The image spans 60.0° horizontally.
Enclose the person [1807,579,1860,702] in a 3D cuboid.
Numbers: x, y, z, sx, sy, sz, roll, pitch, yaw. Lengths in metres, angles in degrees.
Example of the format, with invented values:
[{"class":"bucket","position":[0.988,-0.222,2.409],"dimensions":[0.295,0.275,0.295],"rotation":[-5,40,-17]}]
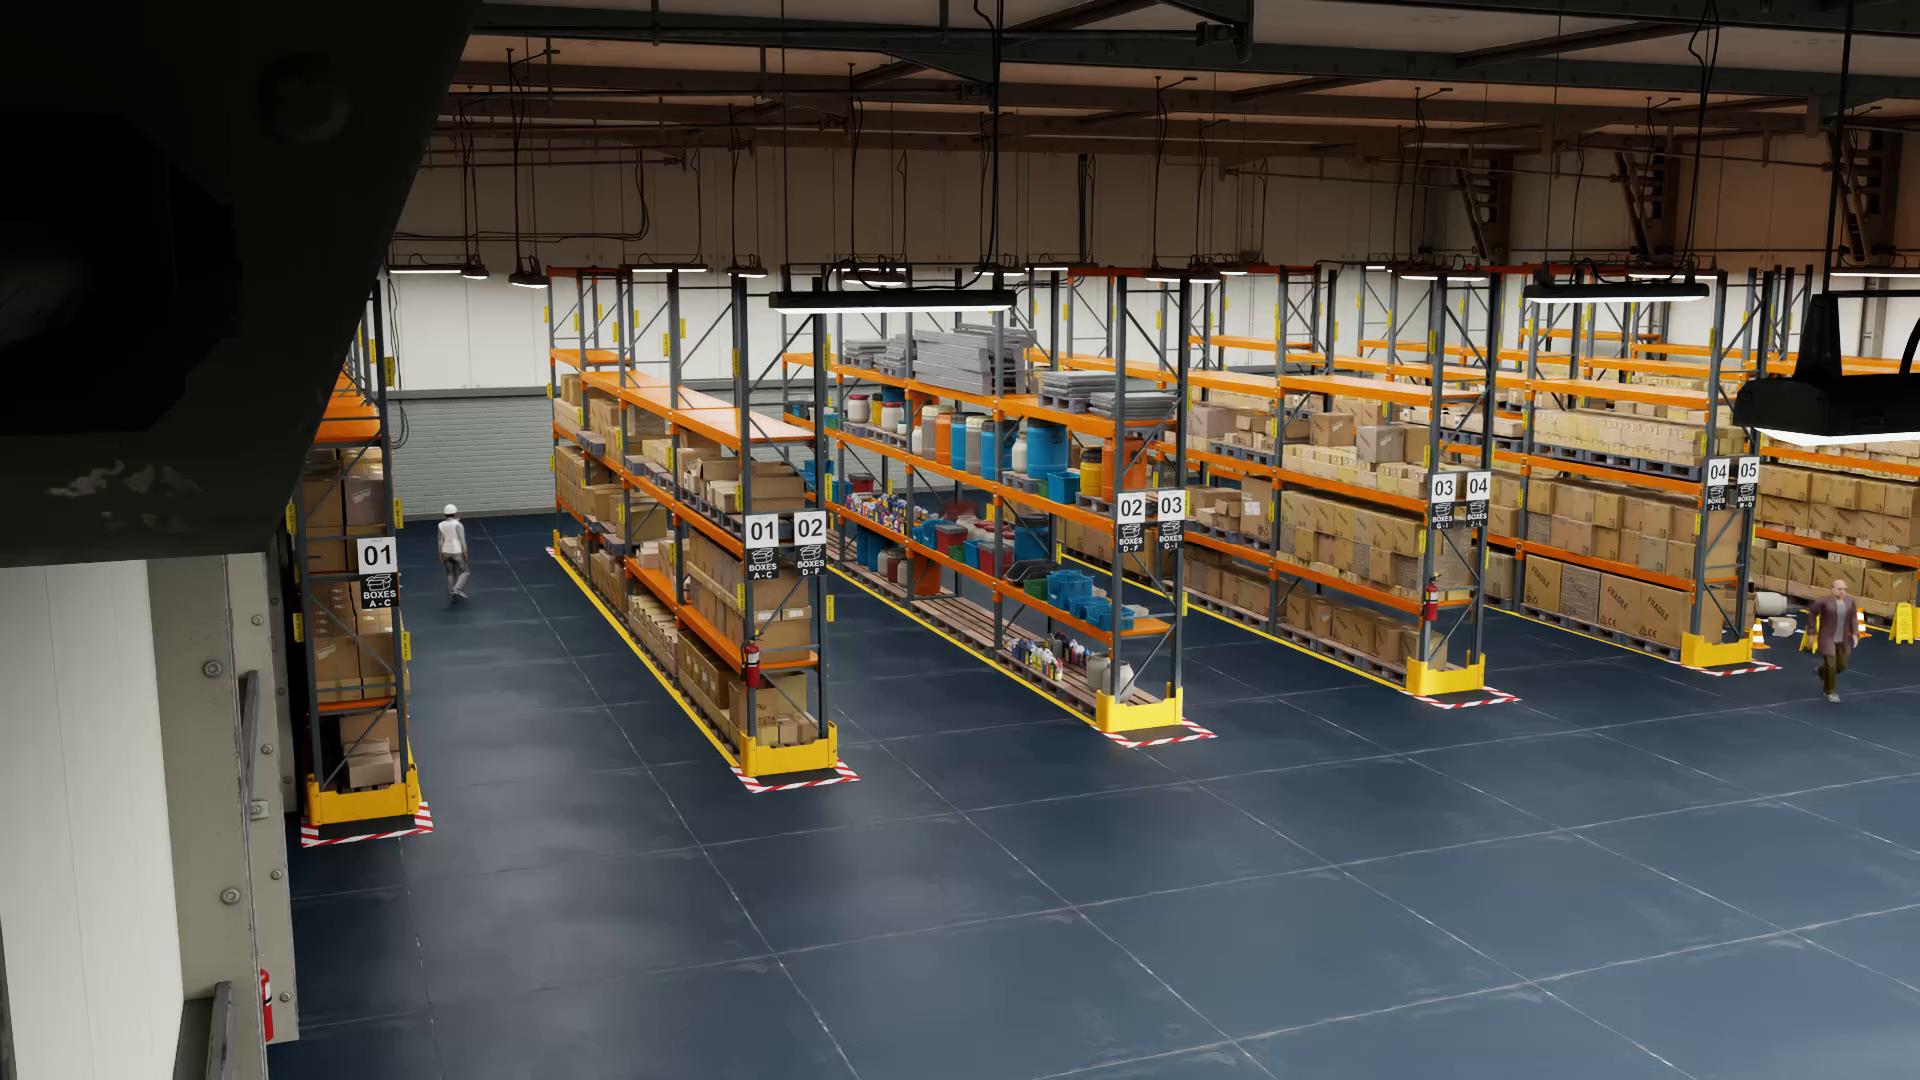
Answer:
[{"class":"person","position":[12.379,1.383,23.707],"dimensions":[0.641,1.757,0.751],"rotation":[-1,10,-3]}]

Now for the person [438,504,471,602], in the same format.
[{"class":"person","position":[-9.212,0.240,30.172],"dimensions":[0.567,1.774,0.490],"rotation":[3,10,15]}]
